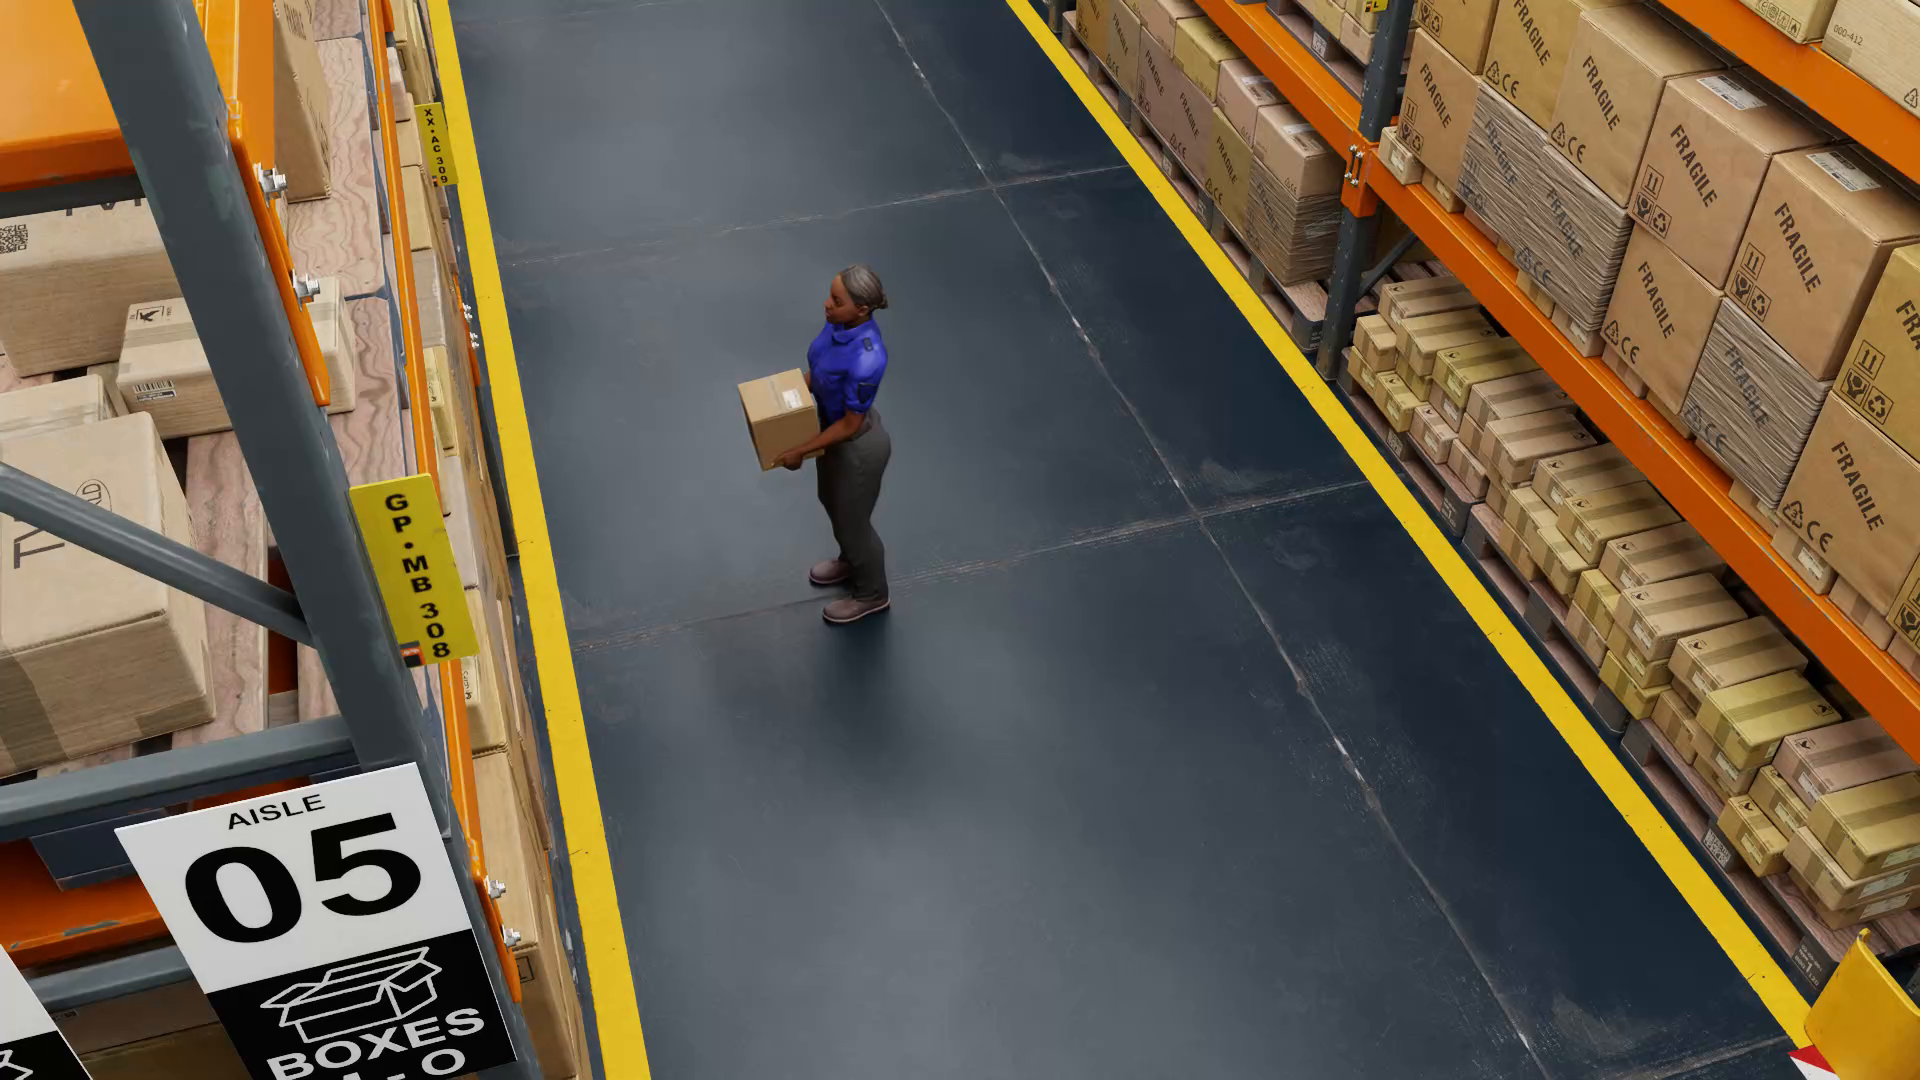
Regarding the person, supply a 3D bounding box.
[{"bbox_3d":[-0.515,-0.367,6.572,0.514,1.646,0.449,-12,44,-13],"label":"person"}]
